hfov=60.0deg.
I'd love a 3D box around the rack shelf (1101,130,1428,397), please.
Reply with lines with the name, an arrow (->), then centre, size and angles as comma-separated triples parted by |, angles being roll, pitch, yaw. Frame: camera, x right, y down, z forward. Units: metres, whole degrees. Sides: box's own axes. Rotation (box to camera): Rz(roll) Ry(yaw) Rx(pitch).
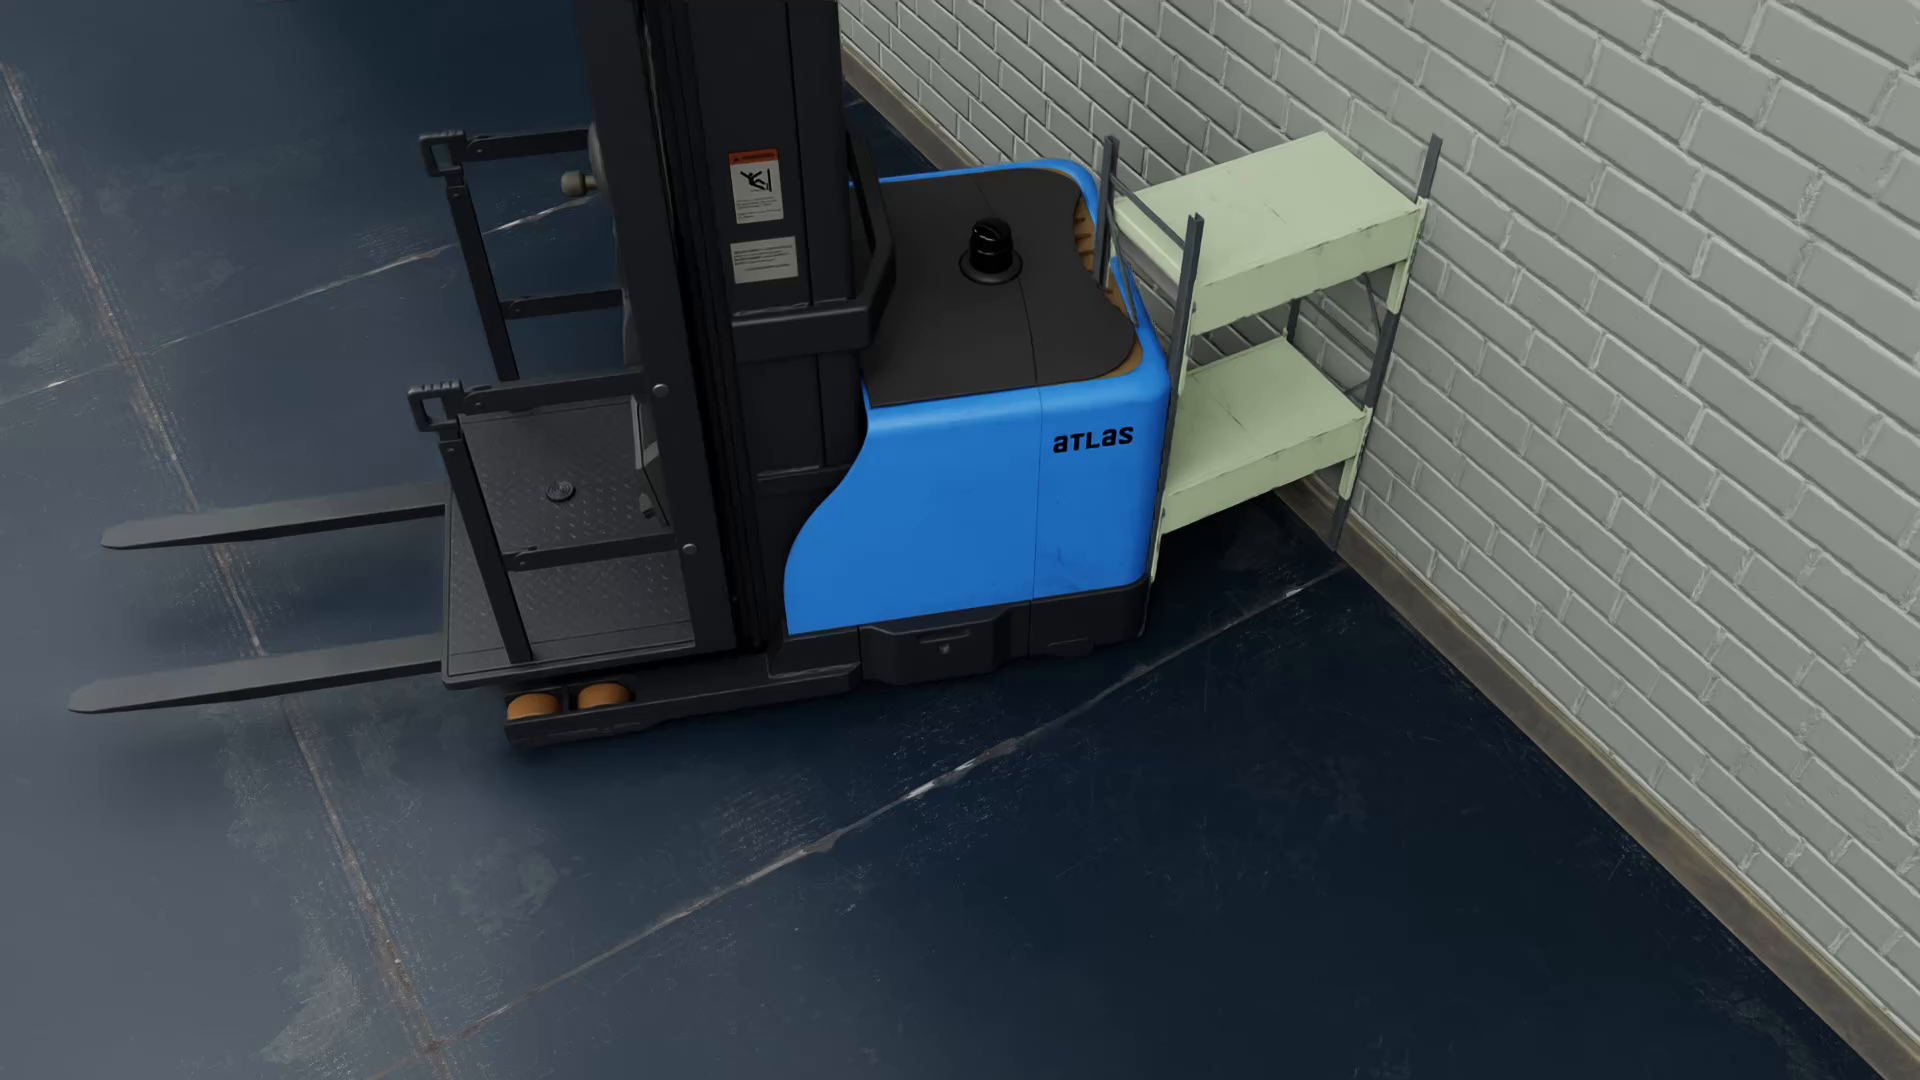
rack shelf -> 0.776, -0.749, 4.365 | 0.720, 0.370, 0.431 | -22, 51, -20

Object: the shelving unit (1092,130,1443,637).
shelving unit -> 0.770, -0.482, 4.650 | 0.755, 1.500, 0.431 | -22, 51, -20

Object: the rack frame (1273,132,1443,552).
rack frame -> 1.090, -0.608, 4.775 | 0.023, 1.500, 0.400 | -22, 51, -20

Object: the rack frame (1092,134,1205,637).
rack frame -> 0.451, -0.355, 4.524 | 0.023, 1.500, 0.400 | -22, 51, -20

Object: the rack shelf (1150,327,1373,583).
rack shelf -> 0.765, -0.258, 4.887 | 0.720, 0.370, 0.431 | -22, 51, -20

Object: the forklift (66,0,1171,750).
forklift -> -1.014, -0.817, 4.015 | 3.031, 2.935, 1.130 | -8, 49, -7
